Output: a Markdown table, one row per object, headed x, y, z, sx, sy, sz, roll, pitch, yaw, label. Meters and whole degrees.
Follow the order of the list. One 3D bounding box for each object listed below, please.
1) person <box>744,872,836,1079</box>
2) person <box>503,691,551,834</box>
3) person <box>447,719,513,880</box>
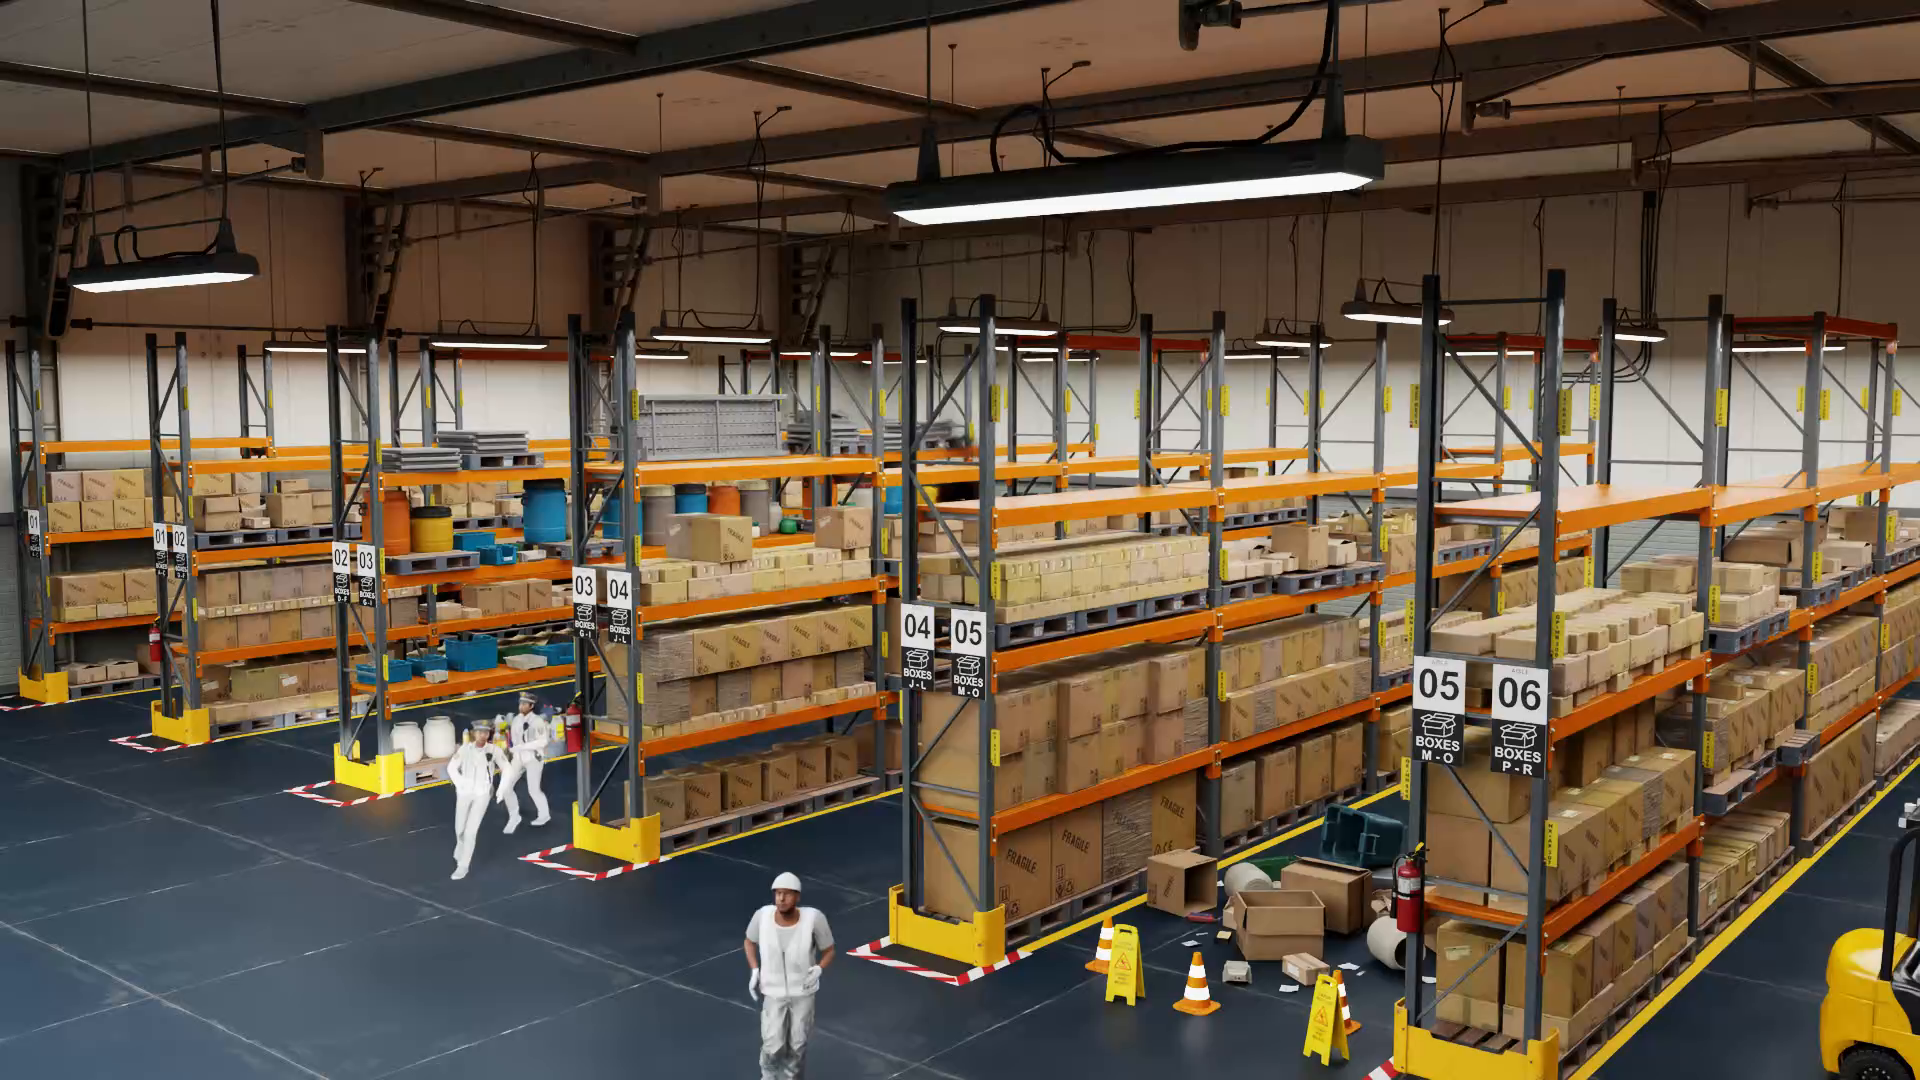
| x | y | z | sx | sy | sz | roll | pitch | yaw | label |
| --- | --- | --- | --- | --- | --- | --- | --- | --- | --- |
| -1.216 | 3.230 | 11.825 | 0.663 | 1.746 | 0.602 | 0 | 5 | -2 | person |
| -5.039 | 2.599 | 19.441 | 0.613 | 1.724 | 0.710 | 3 | 6 | 28 | person |
| -5.163 | 2.732 | 17.879 | 0.681 | 1.659 | 0.779 | -1 | 5 | -6 | person |
